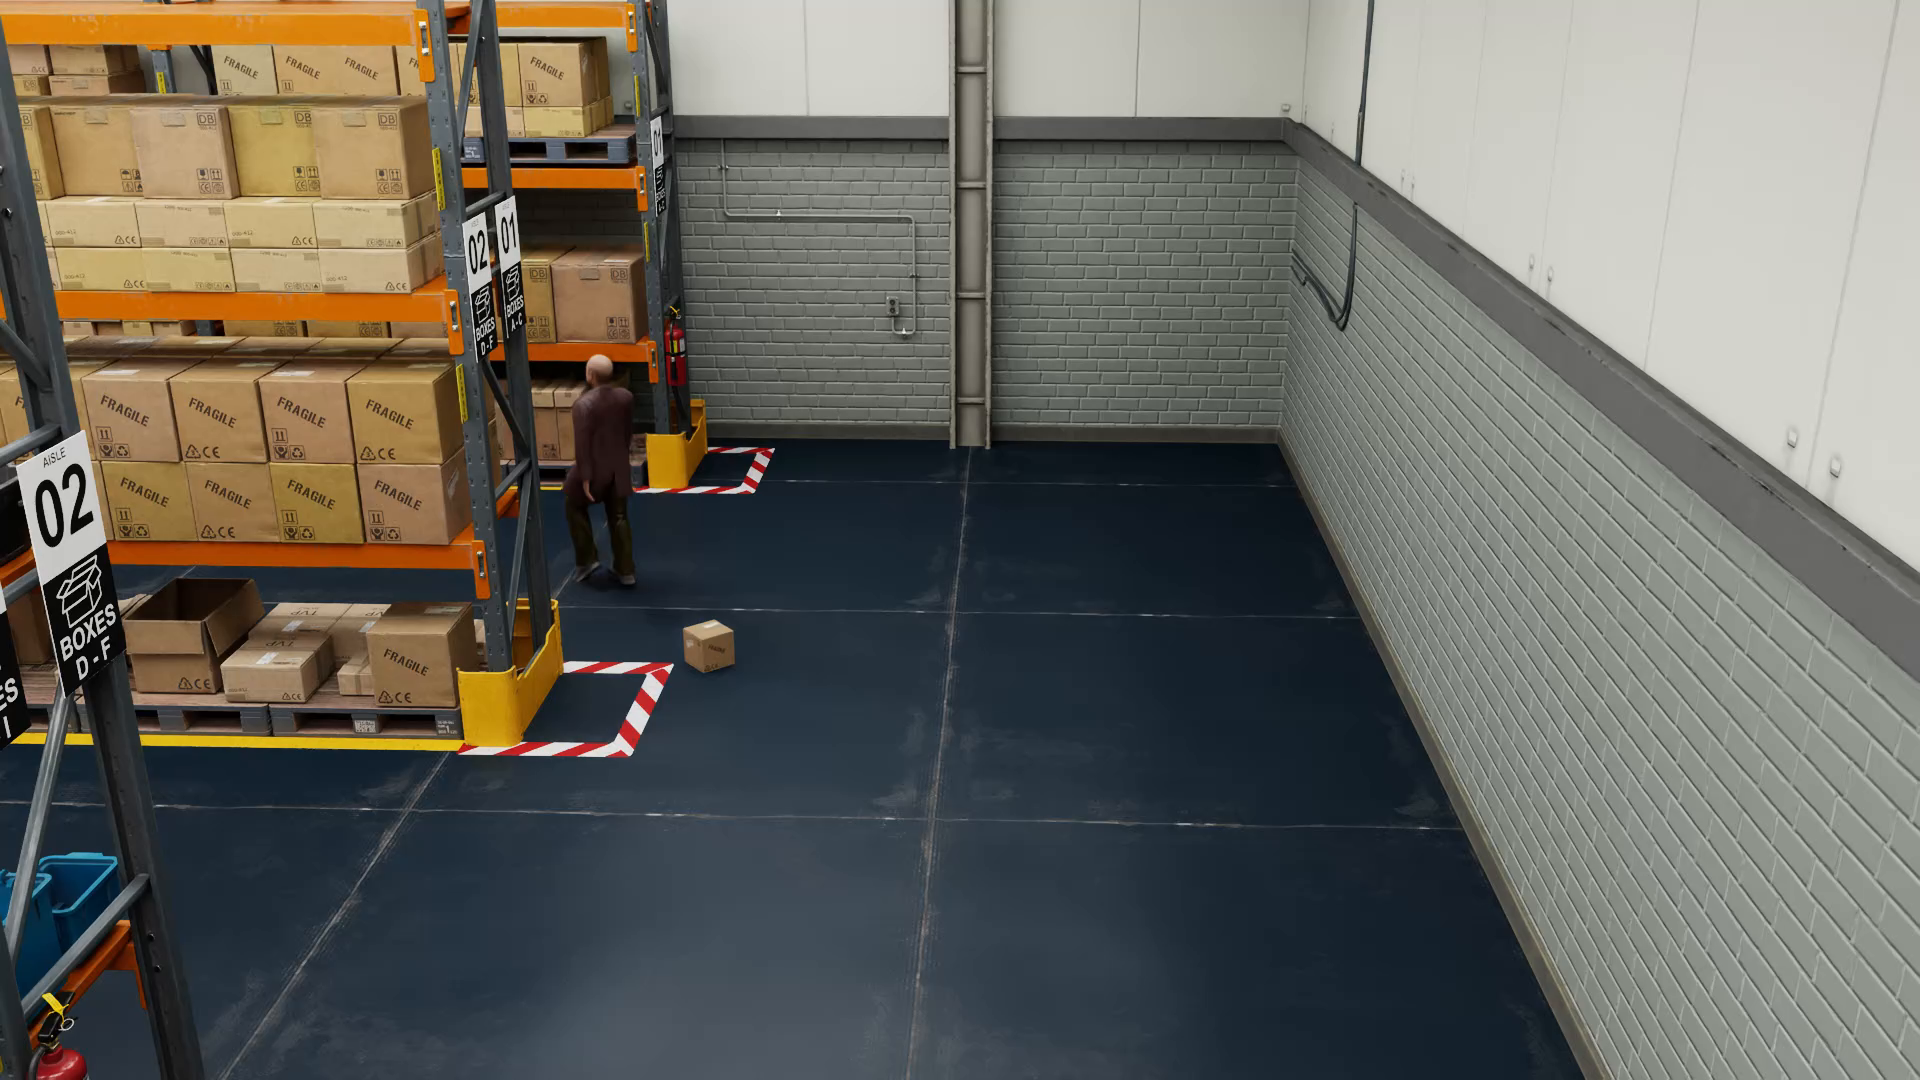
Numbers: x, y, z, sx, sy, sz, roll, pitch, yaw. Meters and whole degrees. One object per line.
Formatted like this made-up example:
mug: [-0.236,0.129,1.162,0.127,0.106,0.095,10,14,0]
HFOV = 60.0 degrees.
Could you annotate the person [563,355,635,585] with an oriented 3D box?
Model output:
person: [-2.689,-0.504,12.487,0.576,1.844,0.560,-18,27,-39]
